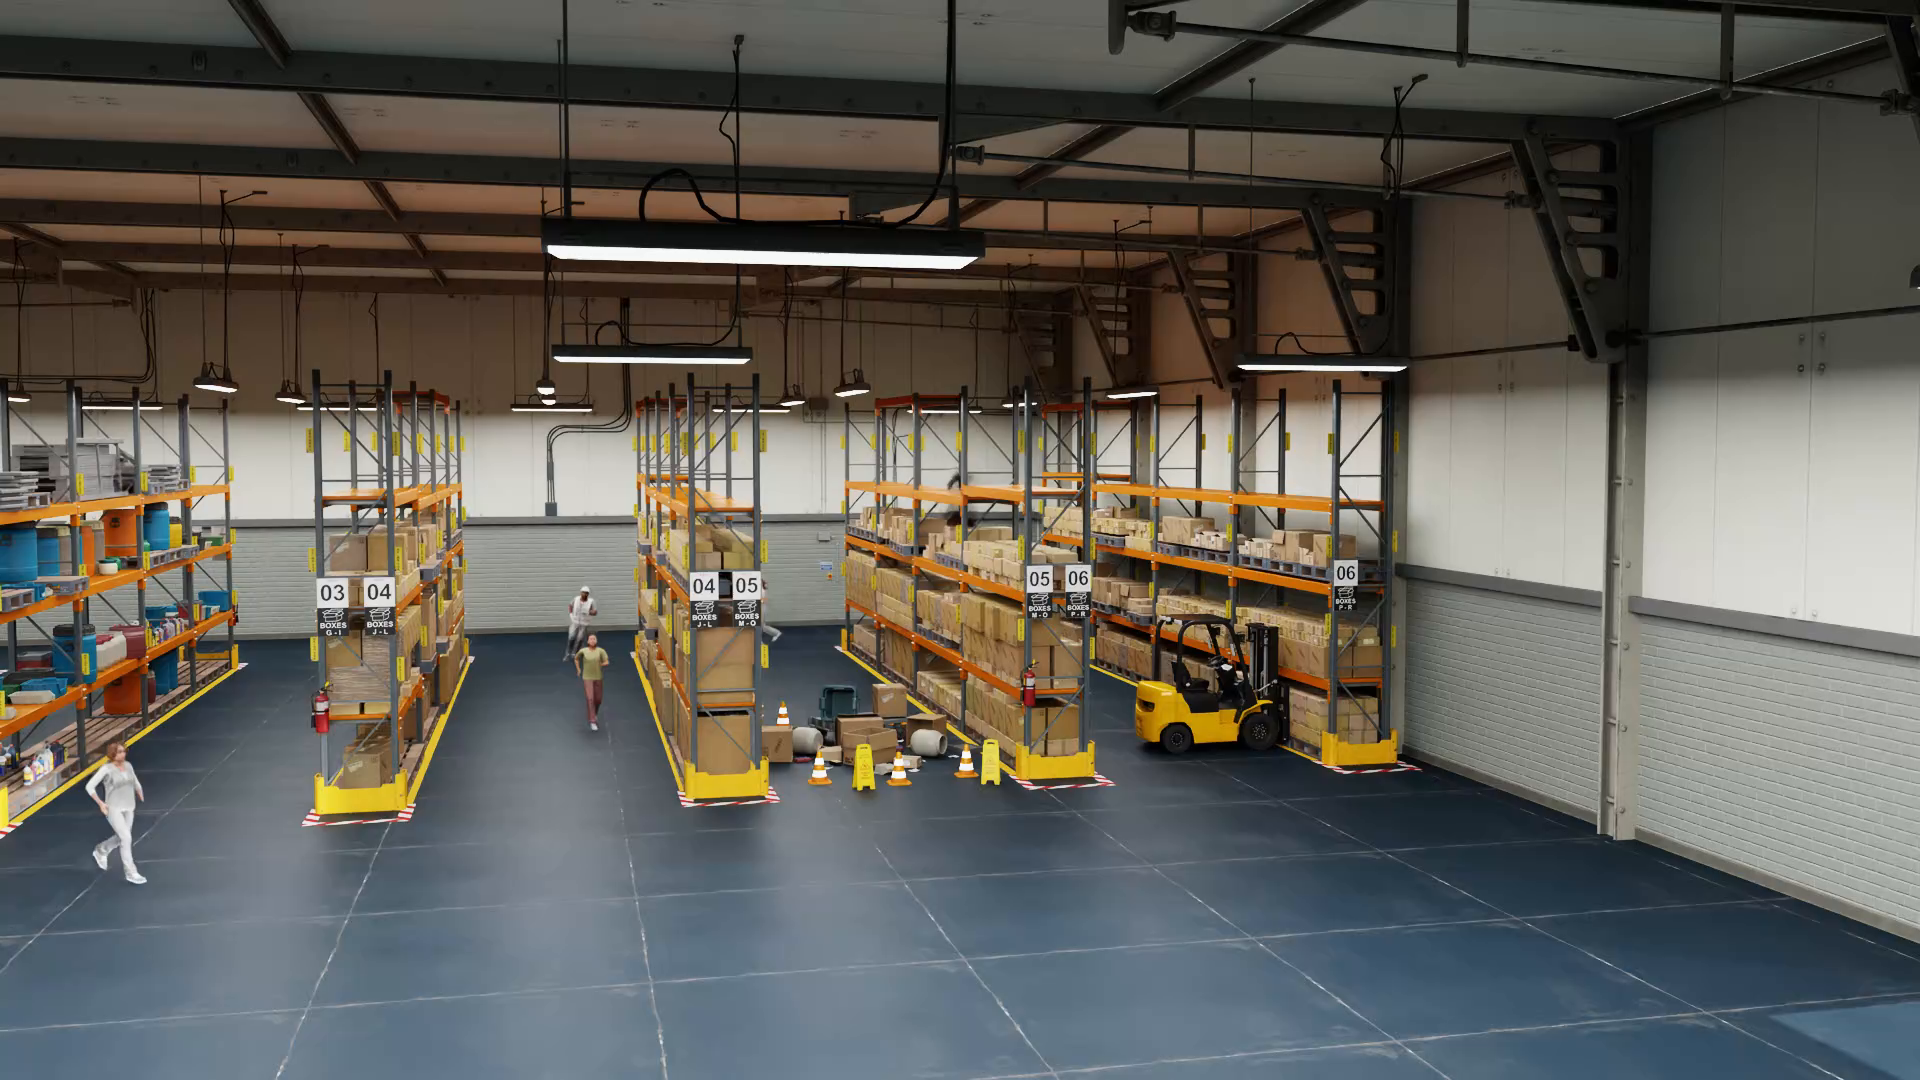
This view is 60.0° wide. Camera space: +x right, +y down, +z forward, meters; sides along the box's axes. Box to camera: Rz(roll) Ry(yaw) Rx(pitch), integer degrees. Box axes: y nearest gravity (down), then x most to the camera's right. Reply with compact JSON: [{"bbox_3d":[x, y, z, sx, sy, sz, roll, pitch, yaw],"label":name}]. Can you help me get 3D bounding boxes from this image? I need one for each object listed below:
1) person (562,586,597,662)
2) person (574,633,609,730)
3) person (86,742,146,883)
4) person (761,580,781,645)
[{"bbox_3d":[-8.757,1.936,38.351,0.800,1.757,0.672,0,3,-5],"label":"person"},{"bbox_3d":[-6.453,2.502,29.233,0.574,1.558,0.969,-1,4,-23],"label":"person"},{"bbox_3d":[-9.652,3.101,19.017,0.855,1.586,0.559,1,4,22],"label":"person"},{"bbox_3d":[-4.810,1.809,41.130,0.771,1.681,0.566,0,3,-8],"label":"person"}]
